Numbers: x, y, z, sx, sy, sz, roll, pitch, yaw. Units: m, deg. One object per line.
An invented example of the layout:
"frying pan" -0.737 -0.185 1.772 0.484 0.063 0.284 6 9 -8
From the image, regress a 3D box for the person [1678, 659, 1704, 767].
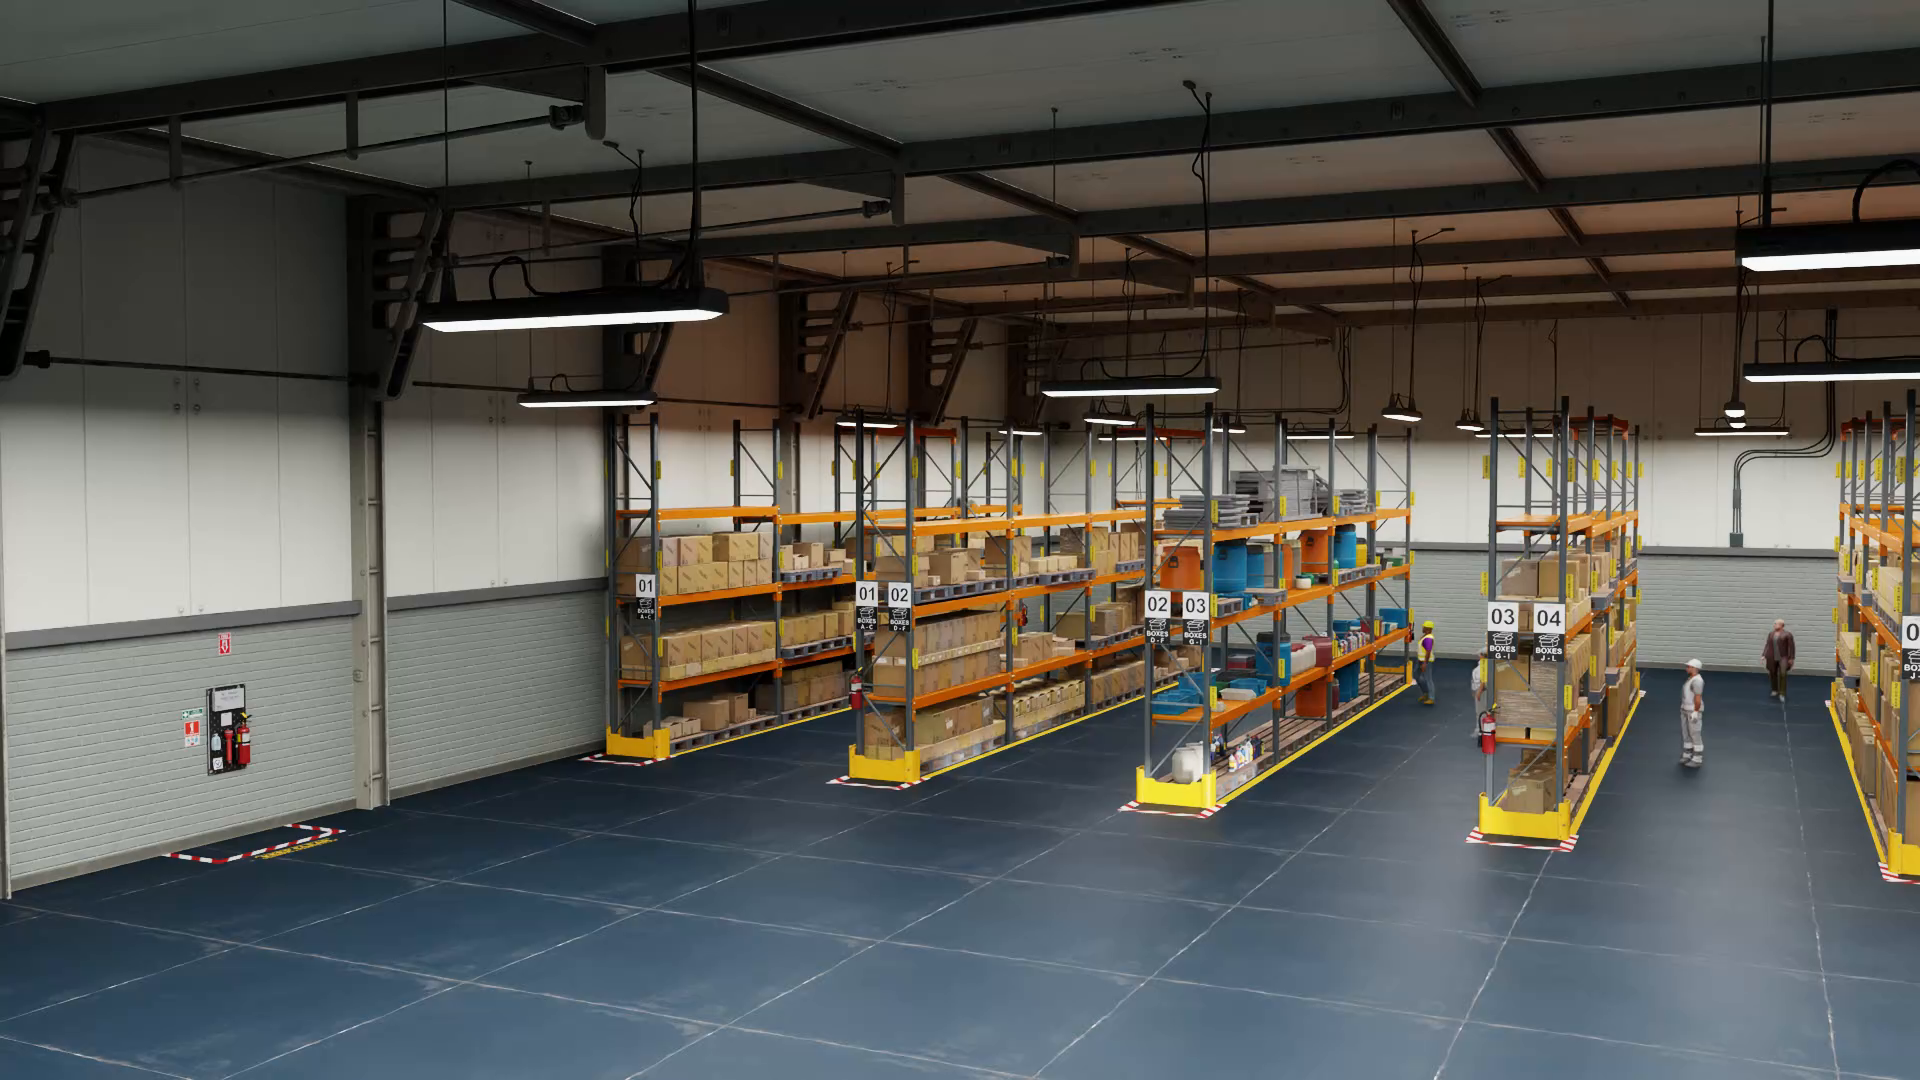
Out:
"person" 12.394 2.910 28.170 0.392 1.796 0.589 0 2 -4

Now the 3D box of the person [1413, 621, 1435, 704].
"person" 9.993 2.615 35.685 0.415 1.775 0.692 0 2 -2

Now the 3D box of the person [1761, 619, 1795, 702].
"person" 17.812 2.593 36.214 0.671 1.742 1.066 1 3 26

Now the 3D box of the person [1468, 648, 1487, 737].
"person" 9.786 2.868 31.323 0.502 1.683 0.492 0 2 -1
